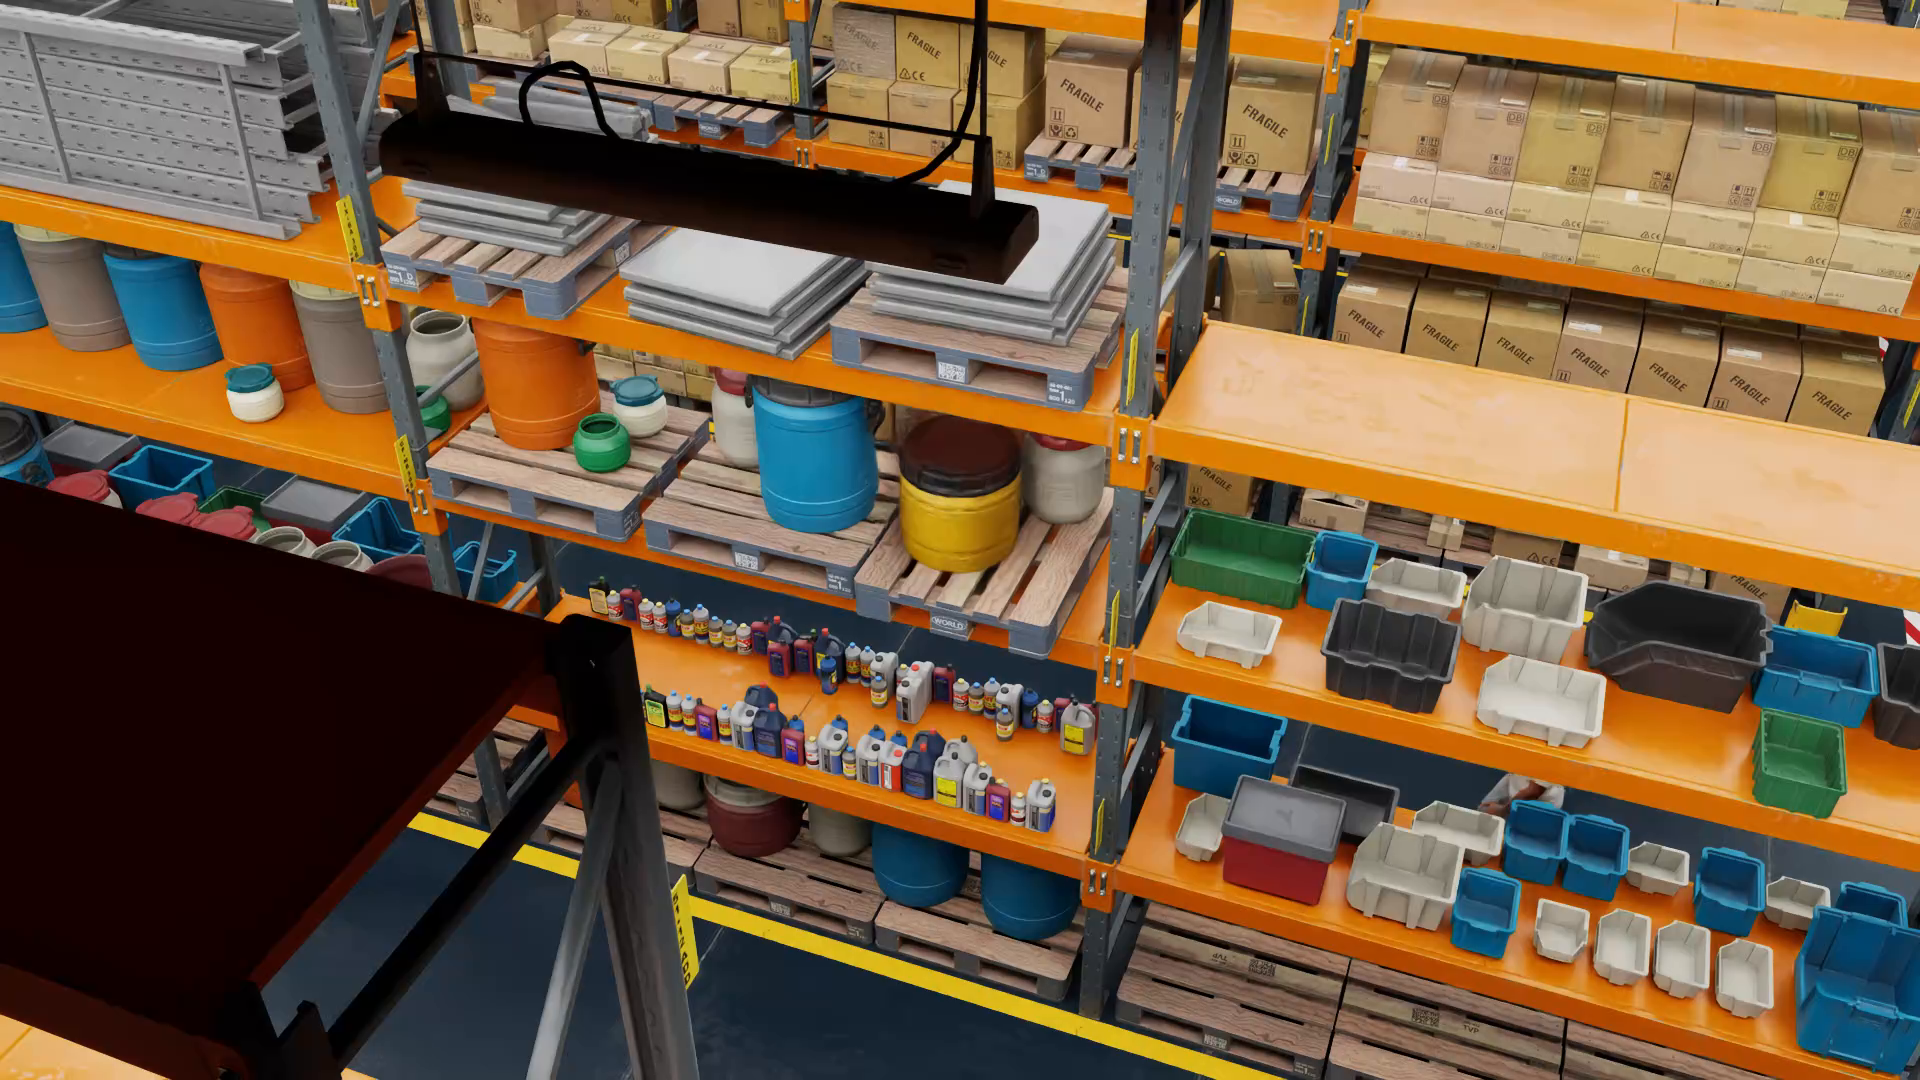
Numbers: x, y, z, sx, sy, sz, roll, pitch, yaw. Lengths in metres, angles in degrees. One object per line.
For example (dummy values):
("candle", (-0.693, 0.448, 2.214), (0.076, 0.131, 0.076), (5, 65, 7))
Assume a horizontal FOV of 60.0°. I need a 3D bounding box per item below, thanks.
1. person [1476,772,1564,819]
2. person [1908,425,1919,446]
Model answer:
("person", (3.378, 1.471, 9.945), (1.081, 1.710, 0.629), (11, 38, 15))
("person", (8.056, -1.028, 13.413), (0.726, 1.632, 0.624), (19, 40, 24))
